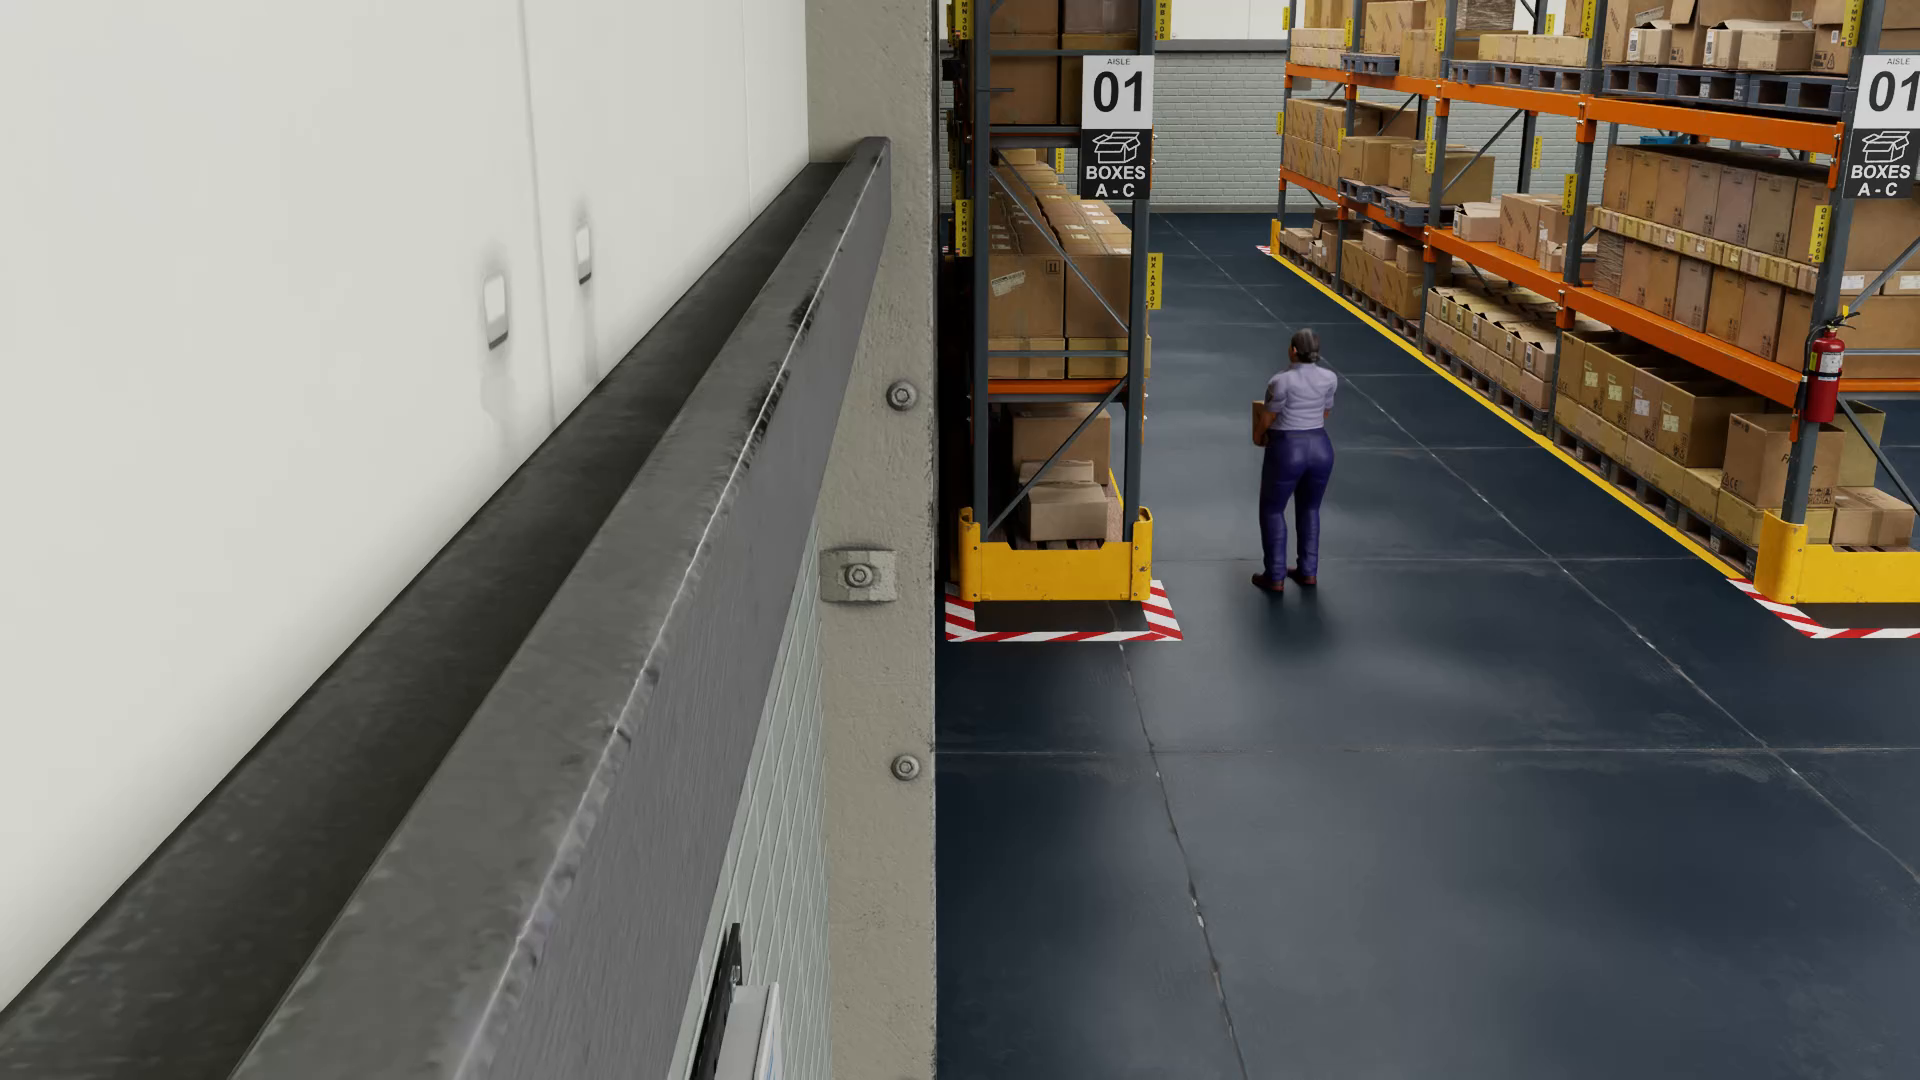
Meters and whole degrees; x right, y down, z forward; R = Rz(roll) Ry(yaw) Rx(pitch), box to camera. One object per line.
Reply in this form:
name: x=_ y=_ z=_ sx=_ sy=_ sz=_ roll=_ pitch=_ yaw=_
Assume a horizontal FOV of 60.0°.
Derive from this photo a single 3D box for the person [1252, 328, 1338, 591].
person: x=2.040 y=-0.511 z=10.265 sx=0.453 sy=1.623 sz=0.514 roll=-5 pitch=18 yaw=-15
